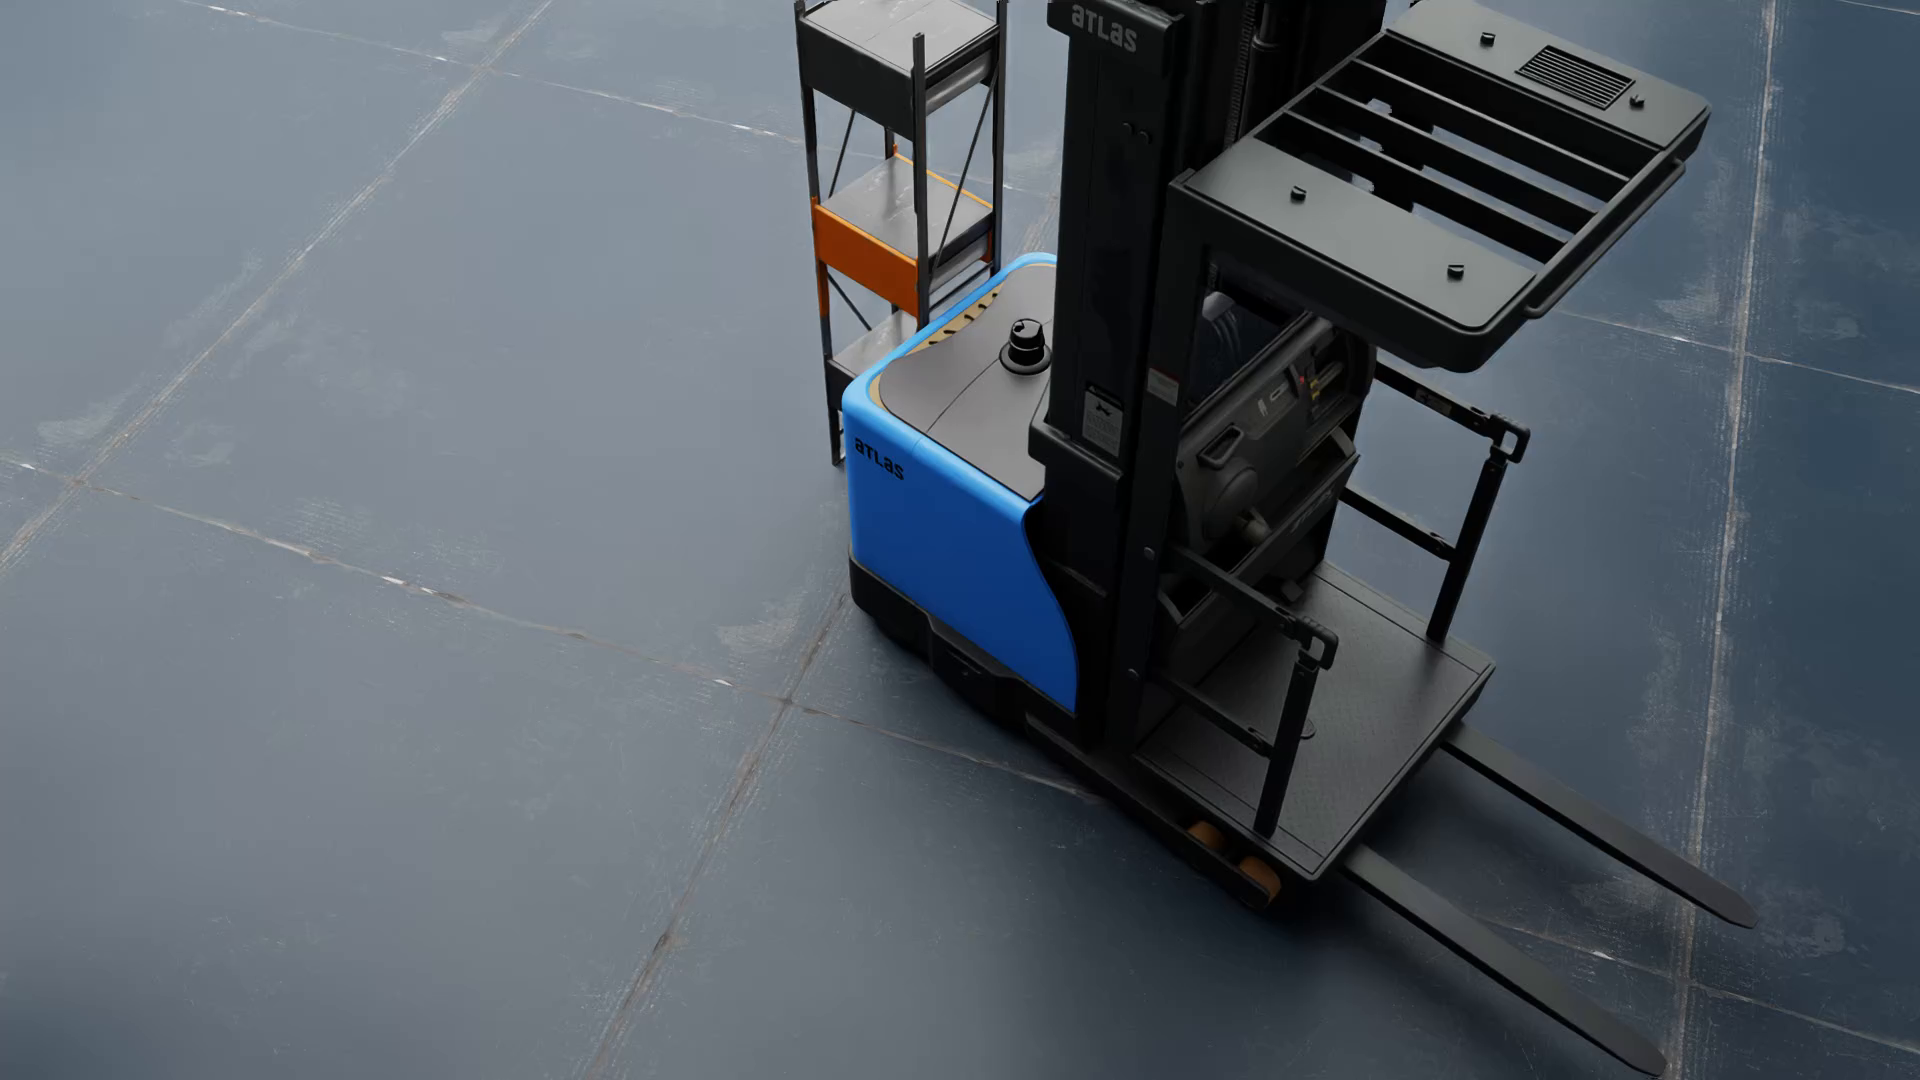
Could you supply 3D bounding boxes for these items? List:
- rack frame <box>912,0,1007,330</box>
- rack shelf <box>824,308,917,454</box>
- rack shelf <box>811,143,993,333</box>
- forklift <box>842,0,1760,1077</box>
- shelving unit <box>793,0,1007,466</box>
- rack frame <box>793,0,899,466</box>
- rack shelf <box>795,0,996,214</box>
[{"bbox_3d":[0.003,-0.848,5.596,0.015,2.100,0.400,34,57,26],"label":"rack frame"},{"bbox_3d":[-0.179,-0.503,6.241,0.480,0.518,0.431,34,57,26],"label":"rack shelf"},{"bbox_3d":[-0.179,-0.962,5.712,0.480,0.518,0.431,34,57,26],"label":"rack shelf"},{"bbox_3d":[1.045,-0.259,4.535,3.031,2.935,1.130,34,57,26],"label":"forklift"},{"bbox_3d":[-0.179,-0.971,5.702,0.503,2.100,0.431,34,57,26],"label":"shelving unit"},{"bbox_3d":[-0.362,-1.093,5.808,0.015,2.100,0.400,34,57,26],"label":"rack frame"},{"bbox_3d":[-0.179,-1.420,5.183,0.480,0.518,0.431,34,57,26],"label":"rack shelf"}]
